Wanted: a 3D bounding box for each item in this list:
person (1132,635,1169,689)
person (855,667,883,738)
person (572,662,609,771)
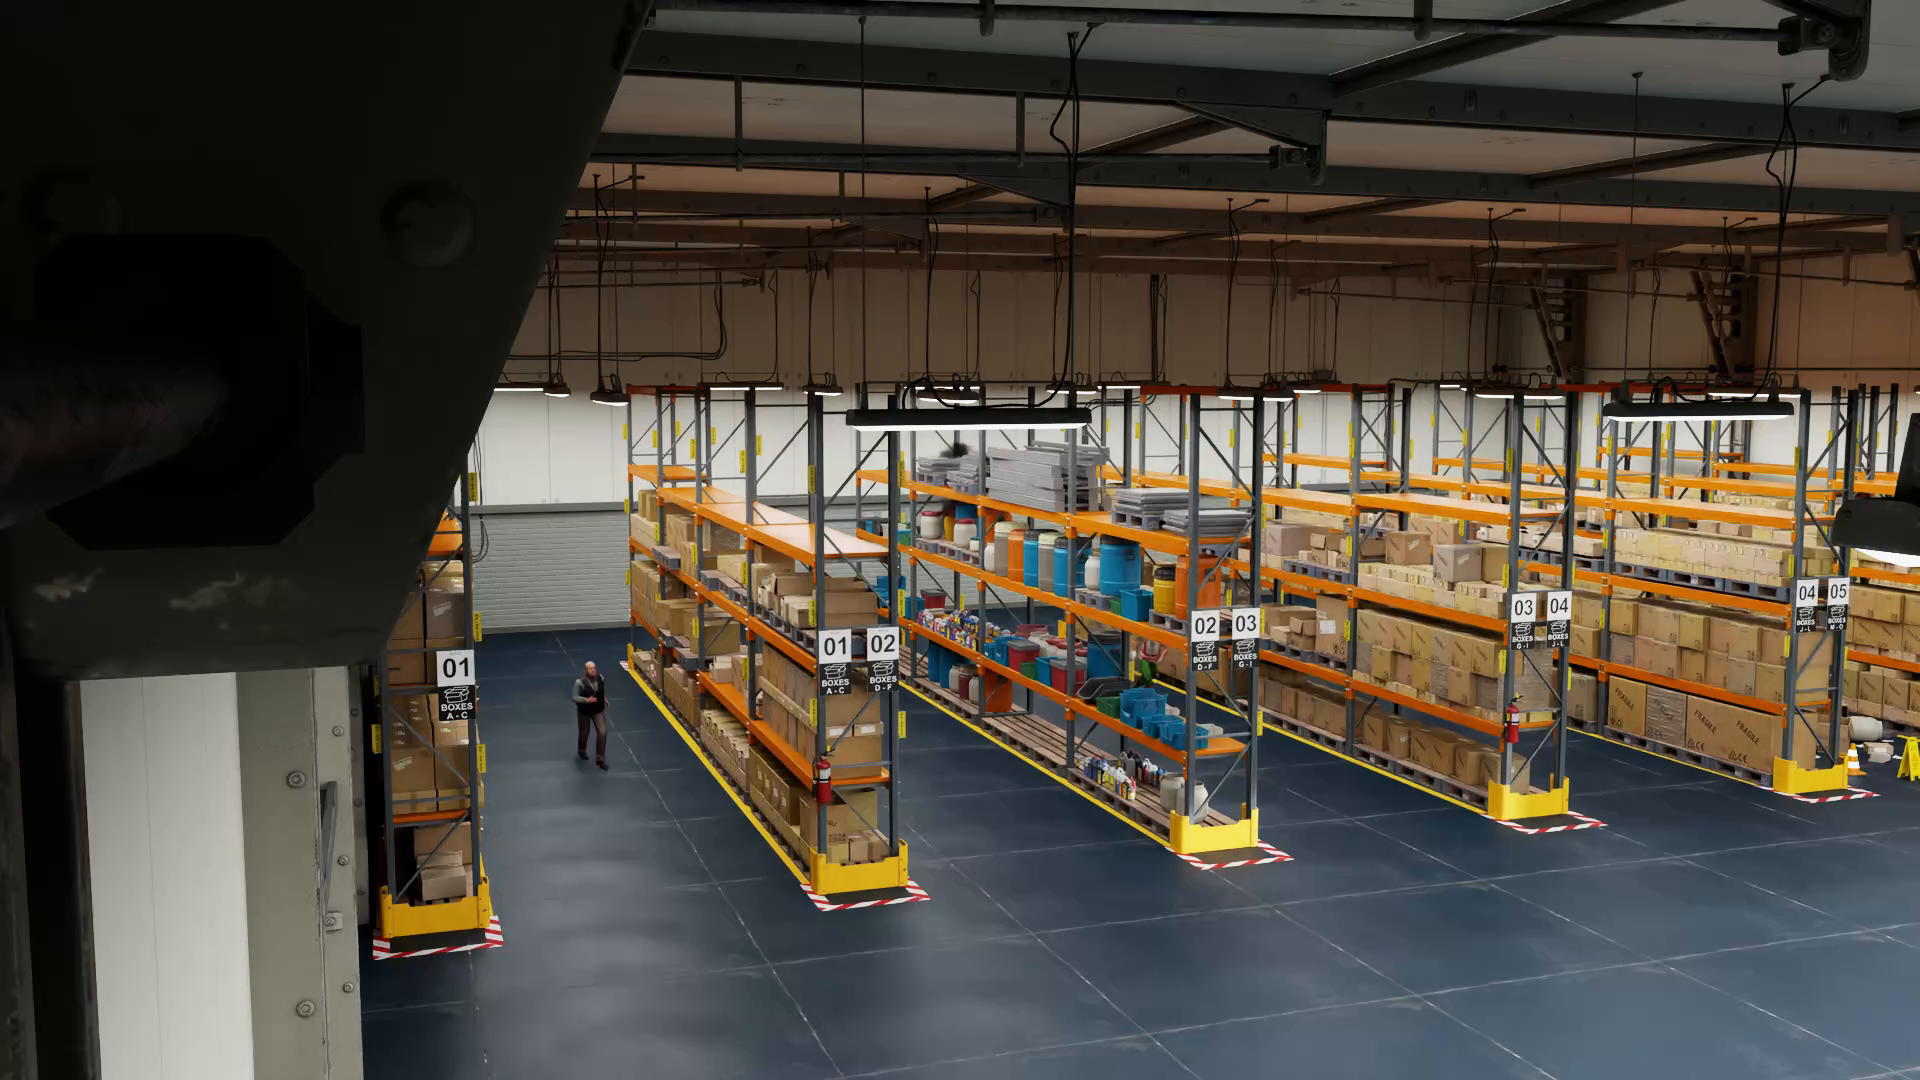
[{"bbox_3d":[3.566,2.274,31.545,0.688,1.612,1.127,-1,6,-11],"label":"person"},{"bbox_3d":[-1.664,2.558,28.714,0.574,1.640,0.939,-4,7,-34],"label":"person"},{"bbox_3d":[-5.882,2.761,26.431,0.654,1.717,0.965,-3,7,-29],"label":"person"}]
